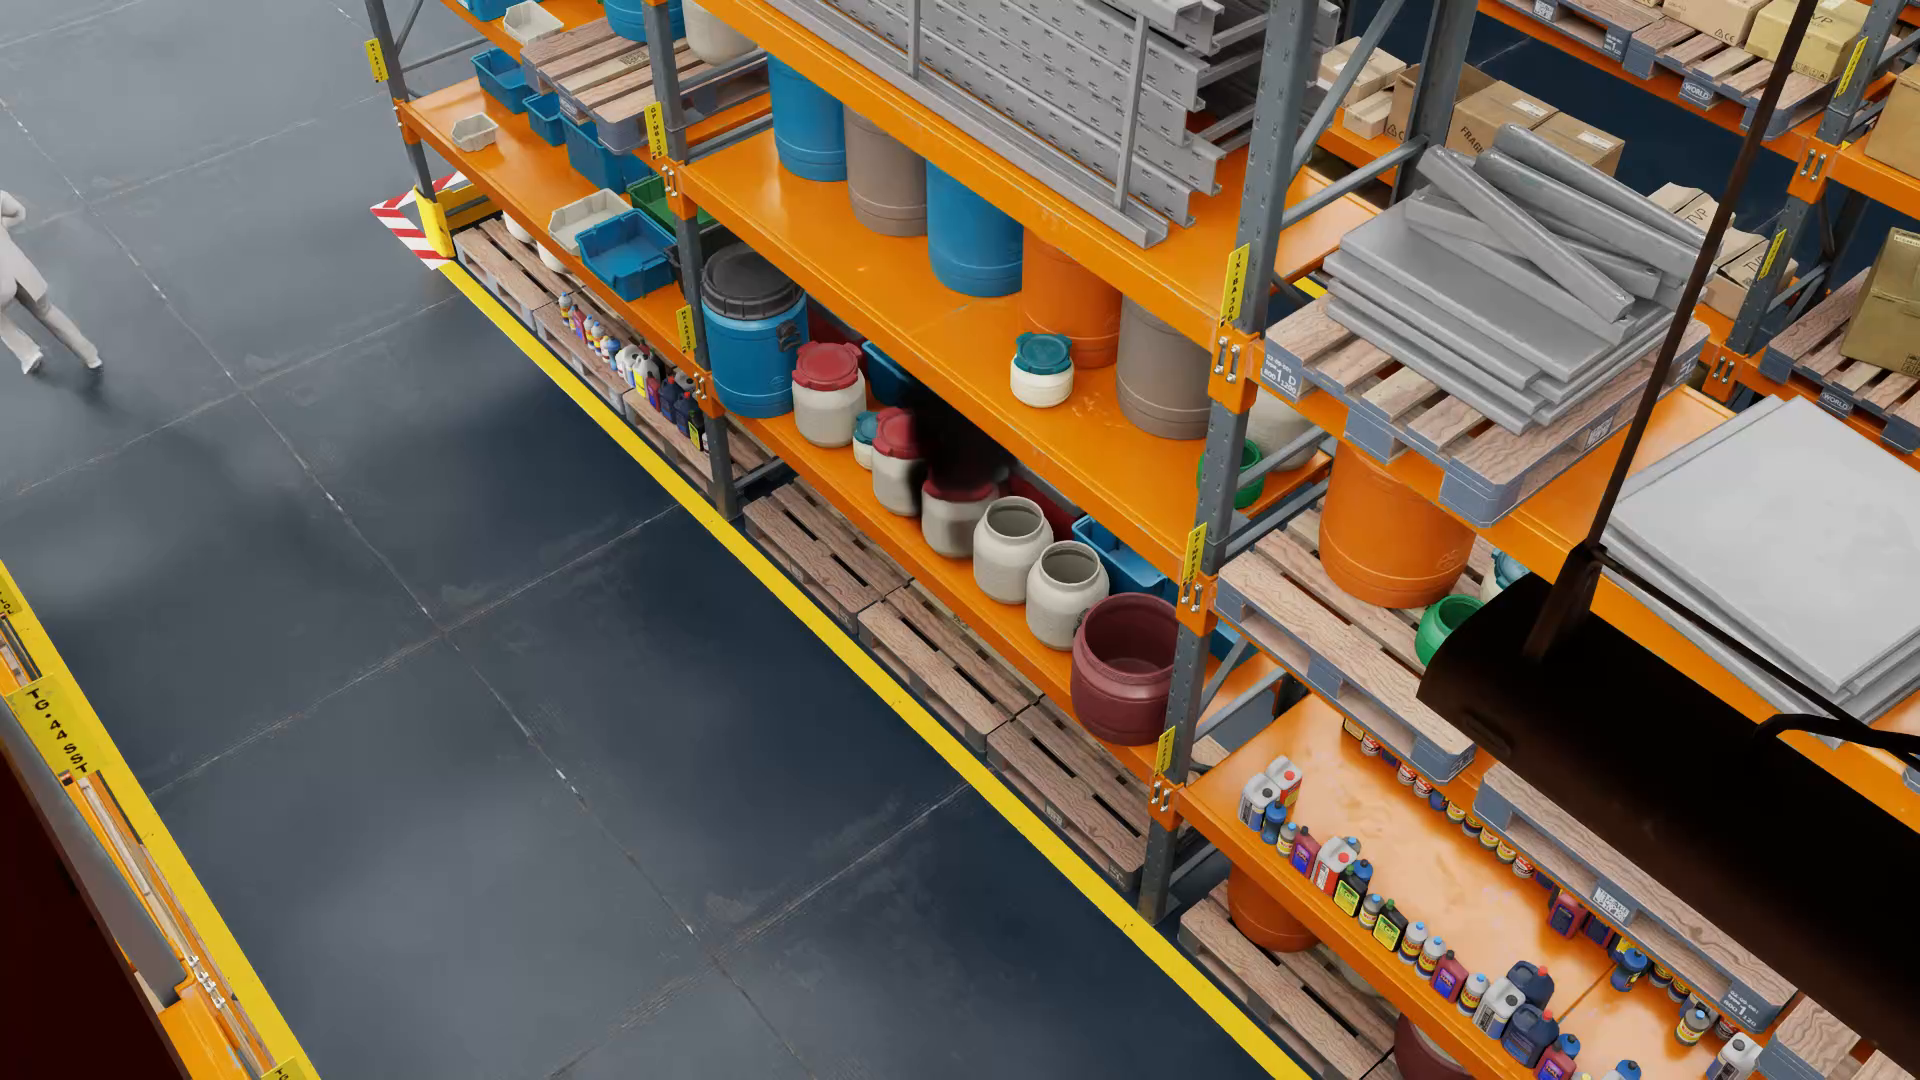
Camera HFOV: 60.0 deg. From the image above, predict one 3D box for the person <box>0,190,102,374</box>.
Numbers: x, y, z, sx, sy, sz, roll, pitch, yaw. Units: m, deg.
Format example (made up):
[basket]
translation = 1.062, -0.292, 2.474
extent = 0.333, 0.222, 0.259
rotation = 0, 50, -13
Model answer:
[person]
translation = -6.617, -1.790, 11.500
extent = 0.728, 1.825, 0.767
rotation = 18, 49, 16
